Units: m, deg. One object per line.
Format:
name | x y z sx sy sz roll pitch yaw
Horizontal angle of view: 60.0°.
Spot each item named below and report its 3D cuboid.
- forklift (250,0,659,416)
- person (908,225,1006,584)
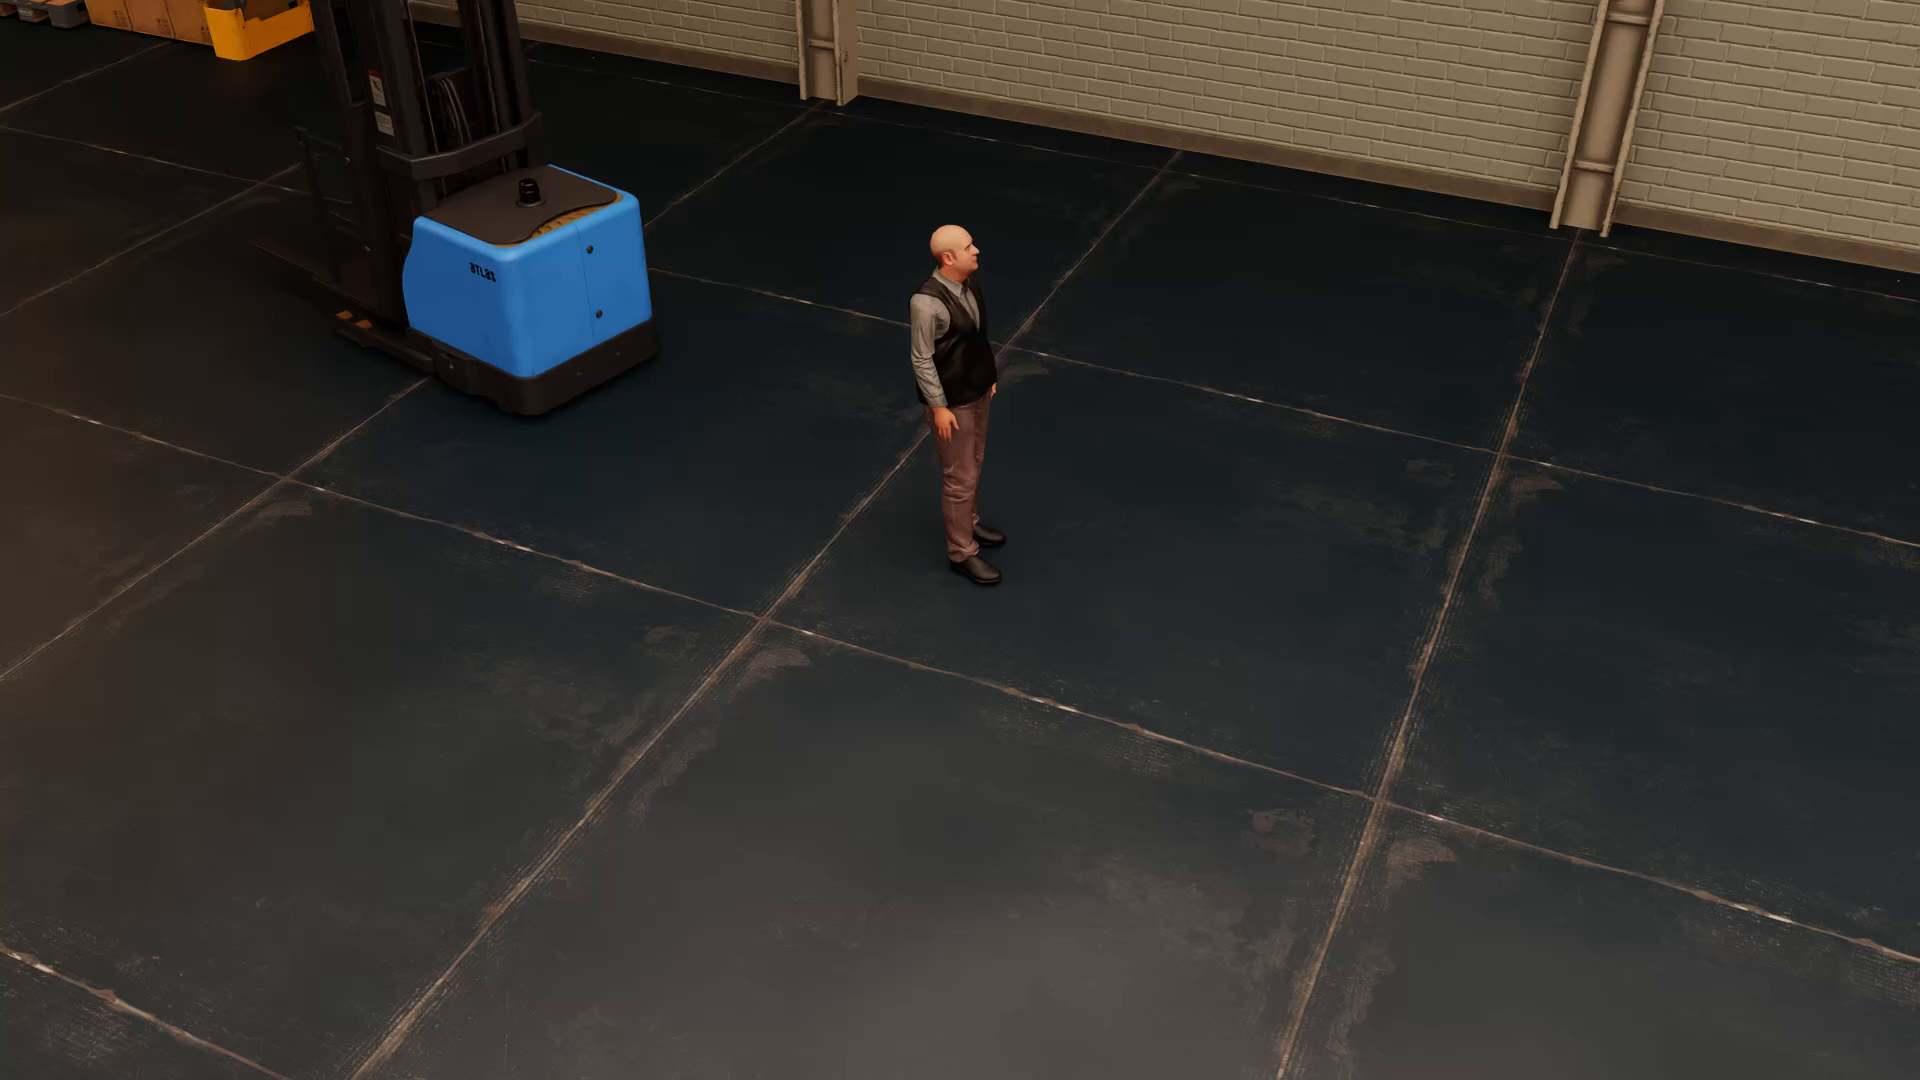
forklift | -3.300 -2.600 9.732 3.031 2.935 1.130 24 42 30
person | 0.054 -0.688 8.080 0.566 1.722 0.633 15 38 20
